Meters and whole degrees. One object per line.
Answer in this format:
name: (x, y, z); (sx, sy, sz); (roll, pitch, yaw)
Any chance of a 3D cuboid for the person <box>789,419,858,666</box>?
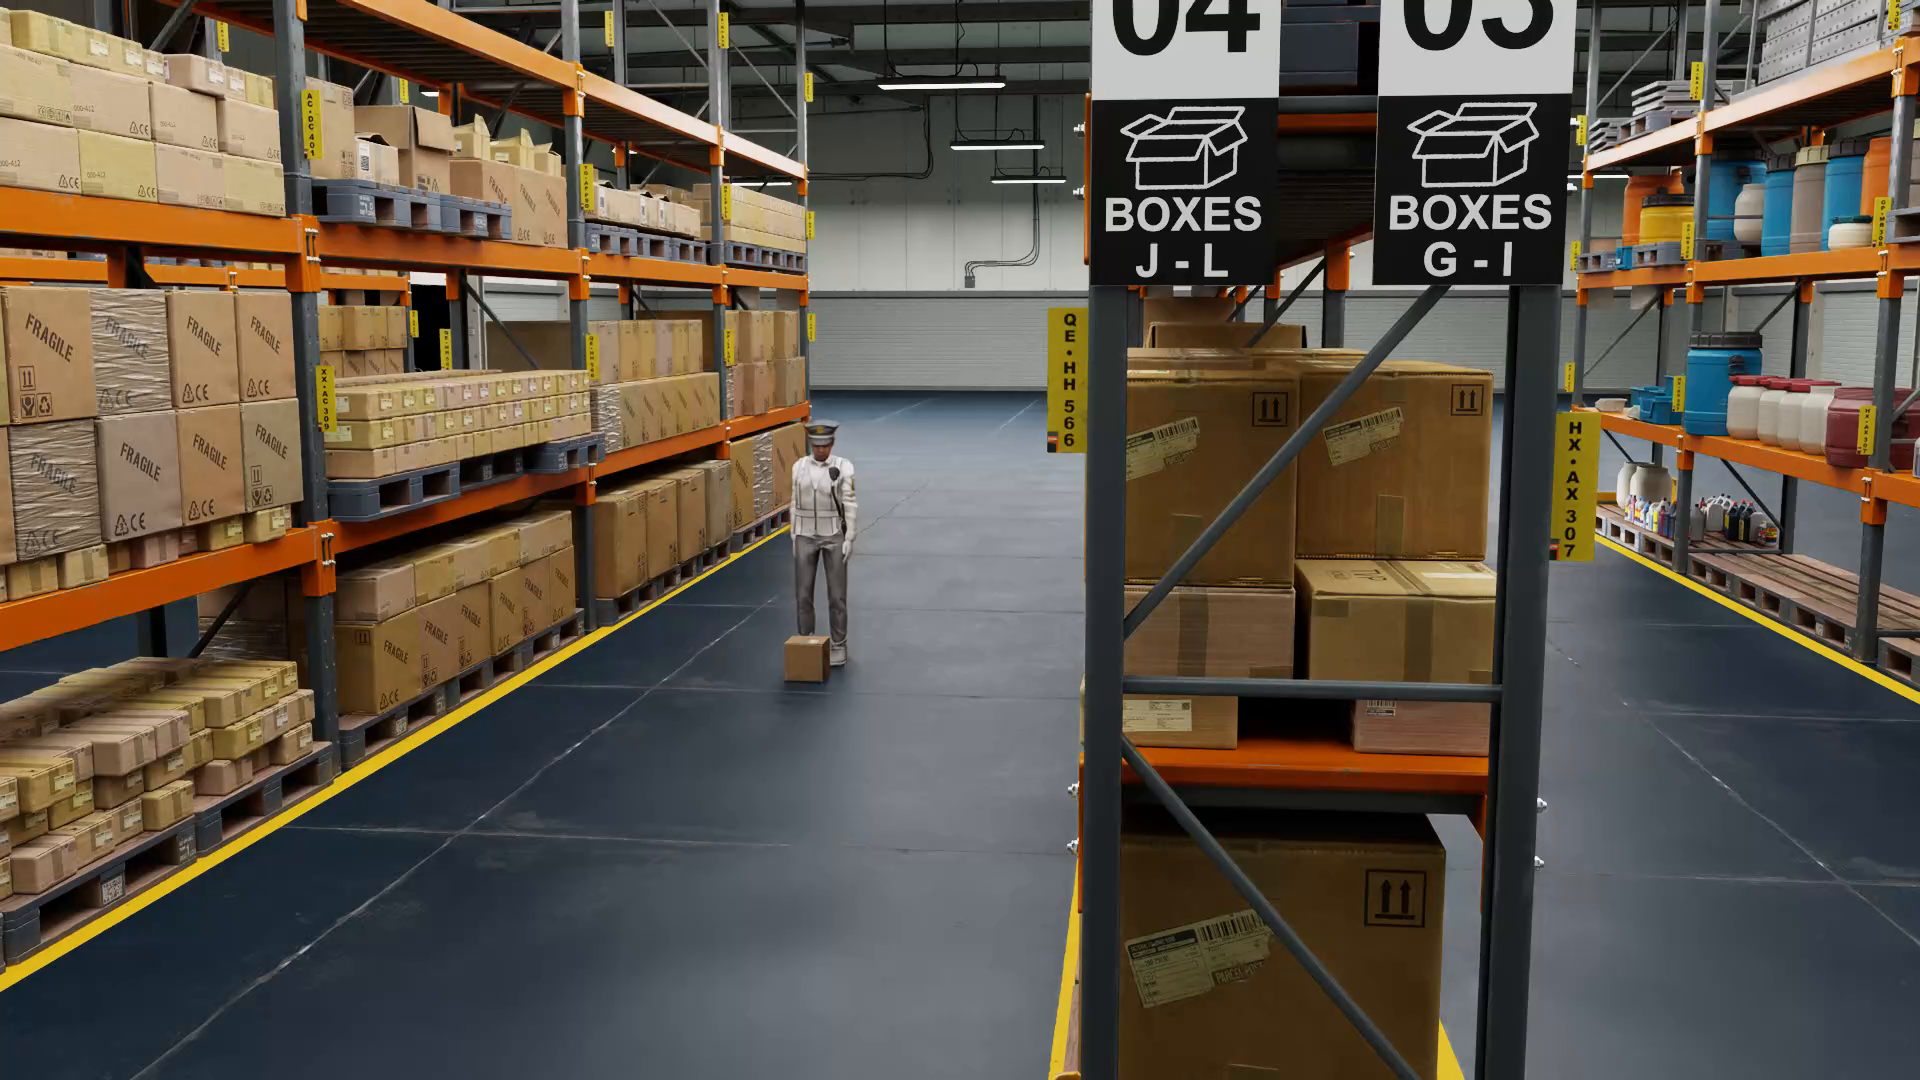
person: (-0.922, 0.015, 11.221); (0.473, 1.661, 0.326); (1, 8, 7)
